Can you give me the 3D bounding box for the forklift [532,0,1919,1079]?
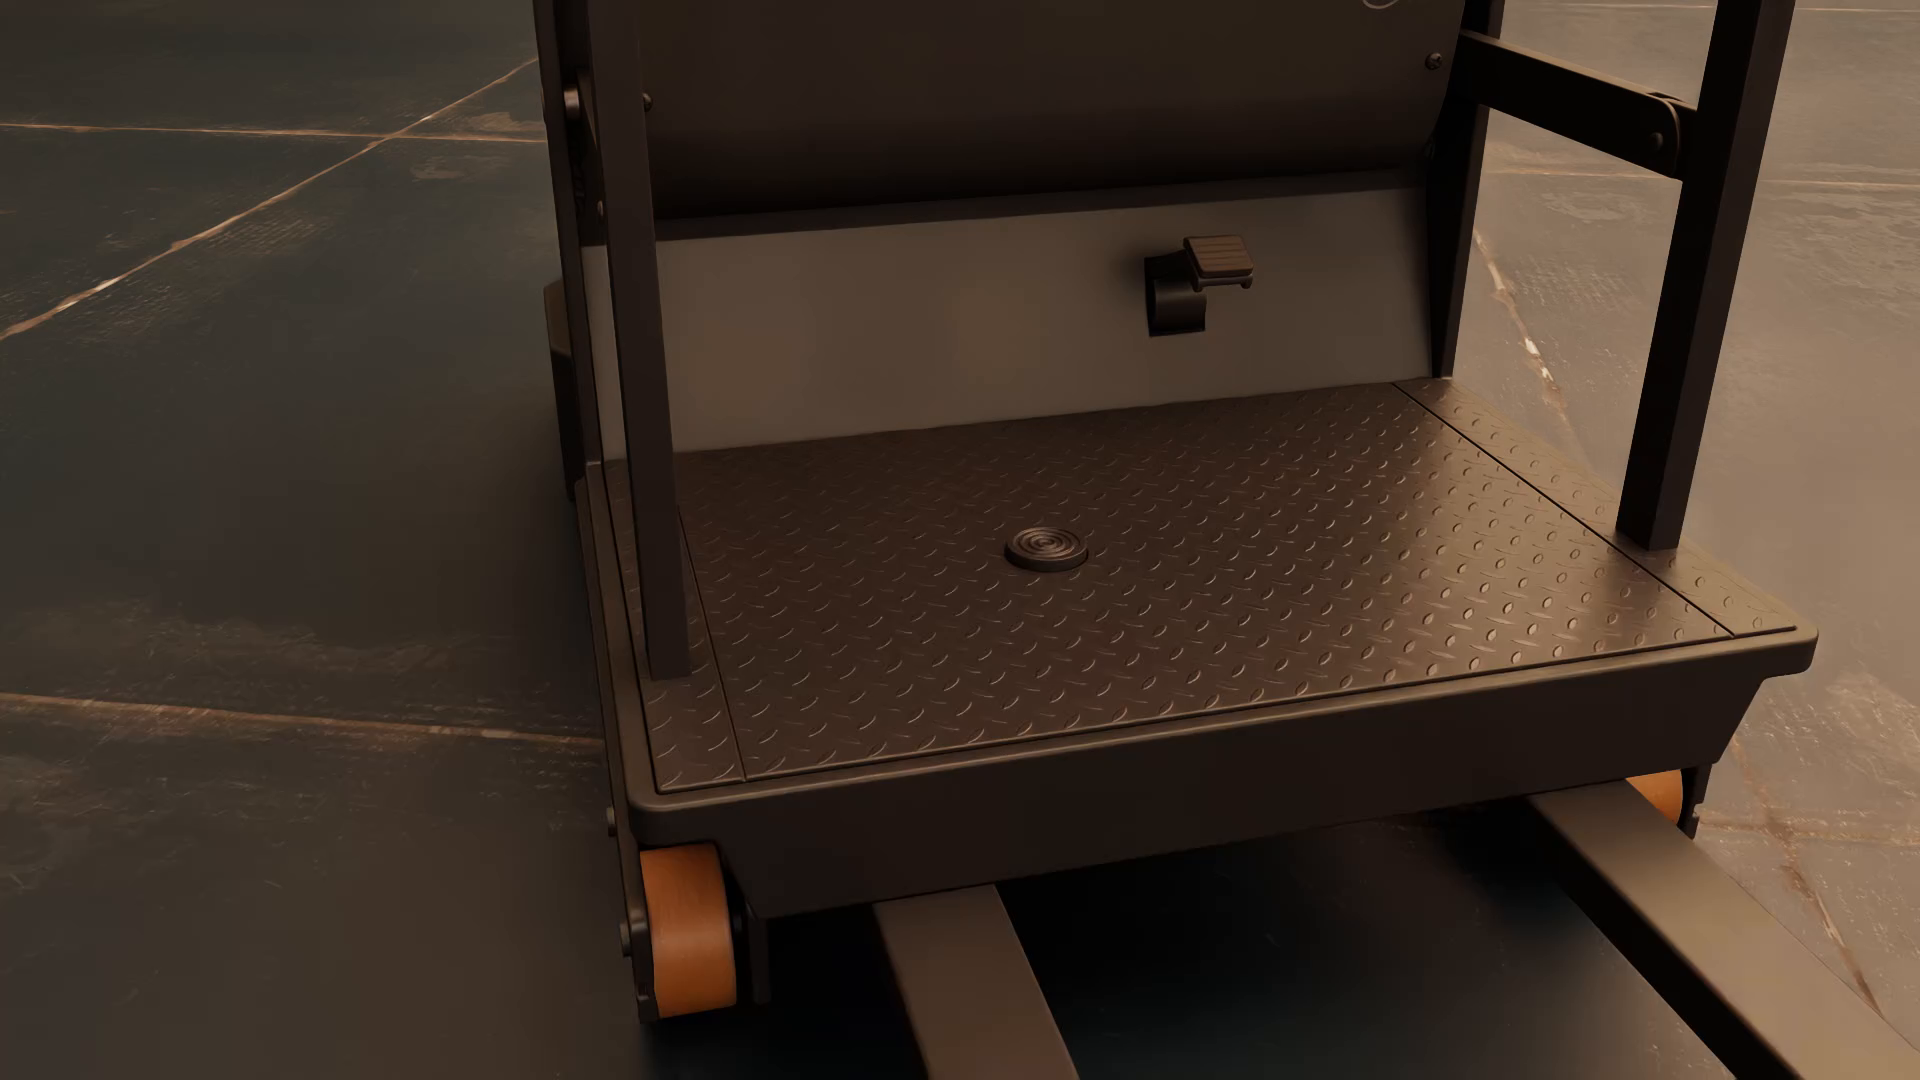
[{"bbox_3d":[0.153,-1.049,1.319,1.130,2.935,3.031,-7,27,-13],"label":"forklift"}]
